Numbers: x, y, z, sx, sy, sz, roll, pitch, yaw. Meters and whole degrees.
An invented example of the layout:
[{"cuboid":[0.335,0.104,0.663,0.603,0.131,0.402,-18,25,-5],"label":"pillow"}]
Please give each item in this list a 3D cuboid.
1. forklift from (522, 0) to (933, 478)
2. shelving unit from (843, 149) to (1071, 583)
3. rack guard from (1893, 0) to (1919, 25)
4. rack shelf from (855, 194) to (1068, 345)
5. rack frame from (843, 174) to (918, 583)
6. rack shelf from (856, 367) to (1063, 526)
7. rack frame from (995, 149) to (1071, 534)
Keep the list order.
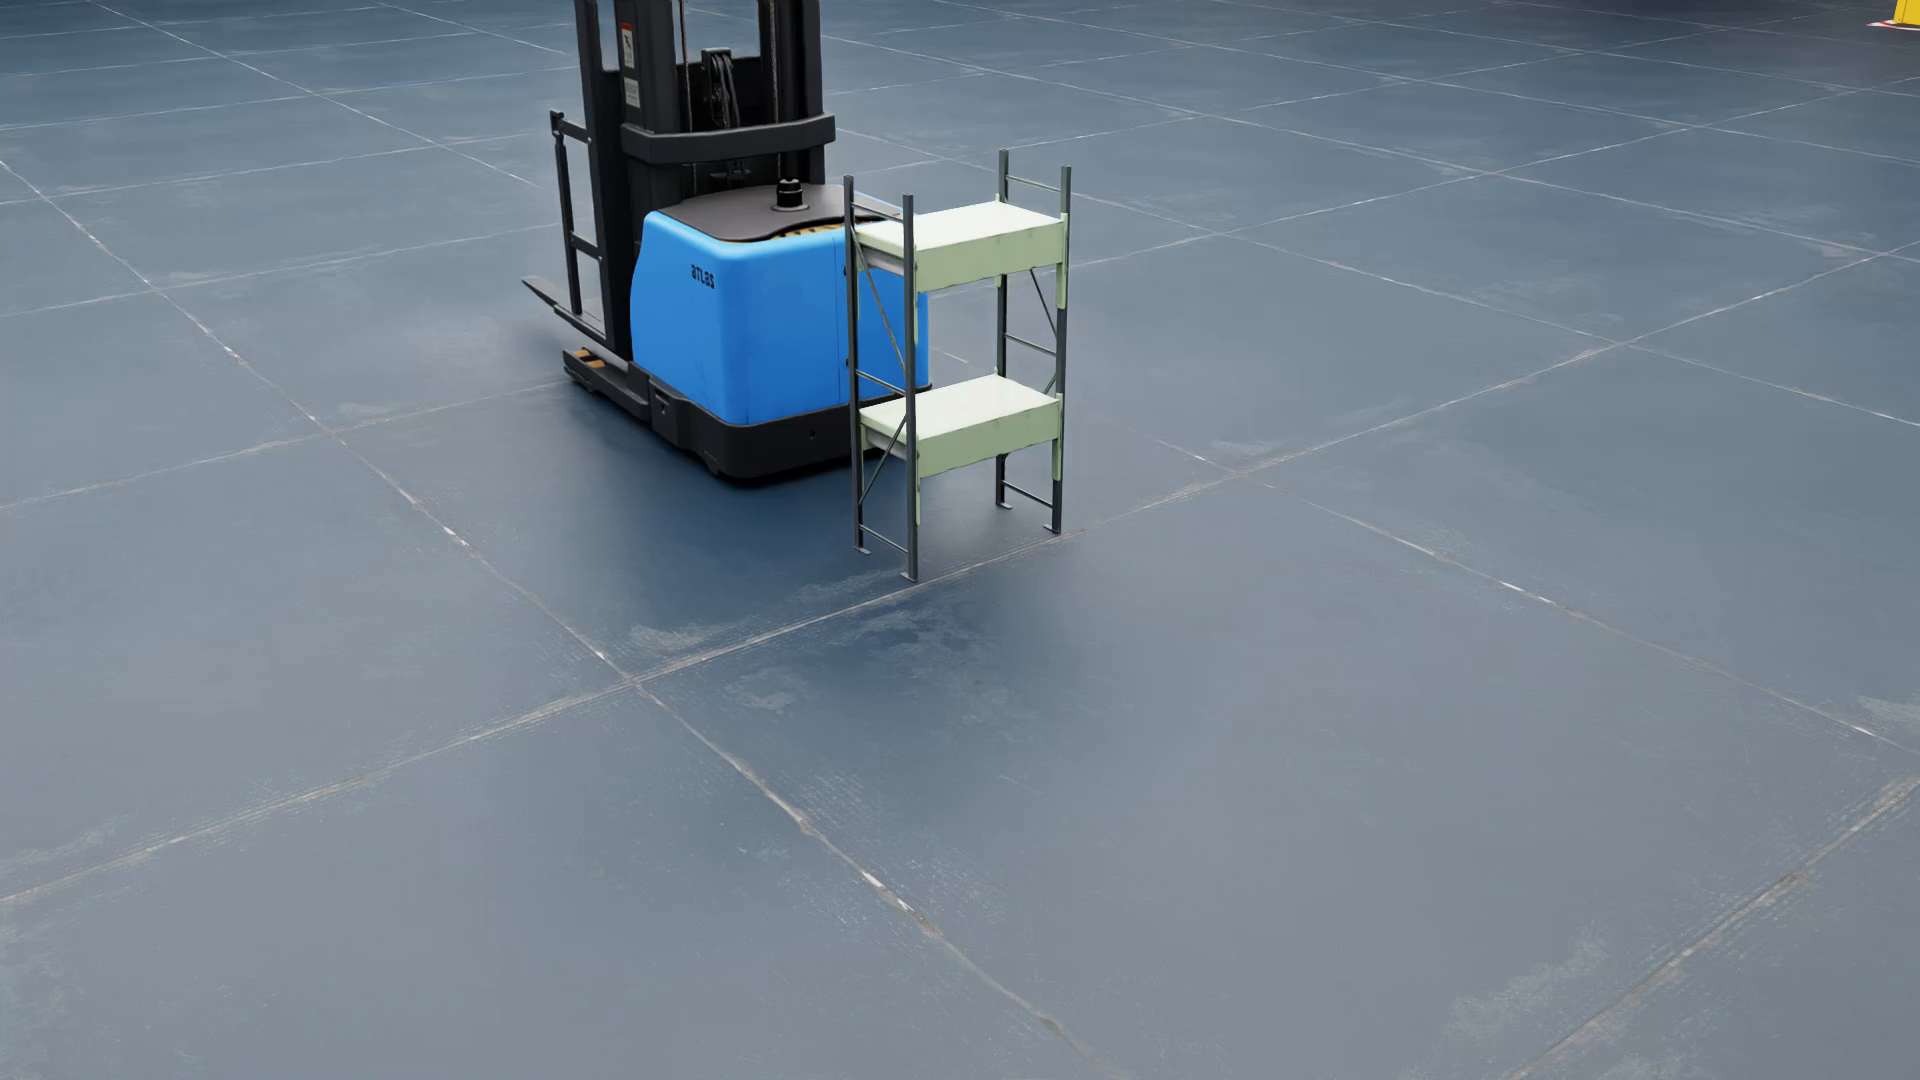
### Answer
[{"cuboid":[-1.363,-2.164,7.931,1.130,2.935,3.031,-16,29,-30],"label":"forklift"},{"cuboid":[-0.005,-0.679,6.431,0.755,1.500,0.431,-18,31,-34],"label":"shelving unit"},{"cuboid":[11.984,-6.469,20.094,0.348,0.500,1.175,-18,31,-34],"label":"rack guard"},{"cuboid":[-0.005,-1.033,6.266,0.720,0.370,0.431,-18,31,-34],"label":"rack shelf"},{"cuboid":[-0.293,-0.583,6.226,0.023,1.500,0.400,-18,31,-34],"label":"rack frame"},{"cuboid":[-0.005,-0.383,6.568,0.720,0.370,0.431,-18,31,-34],"label":"rack shelf"},{"cuboid":[0.283,-0.774,6.635,0.023,1.500,0.400,-18,31,-34],"label":"rack frame"}]
